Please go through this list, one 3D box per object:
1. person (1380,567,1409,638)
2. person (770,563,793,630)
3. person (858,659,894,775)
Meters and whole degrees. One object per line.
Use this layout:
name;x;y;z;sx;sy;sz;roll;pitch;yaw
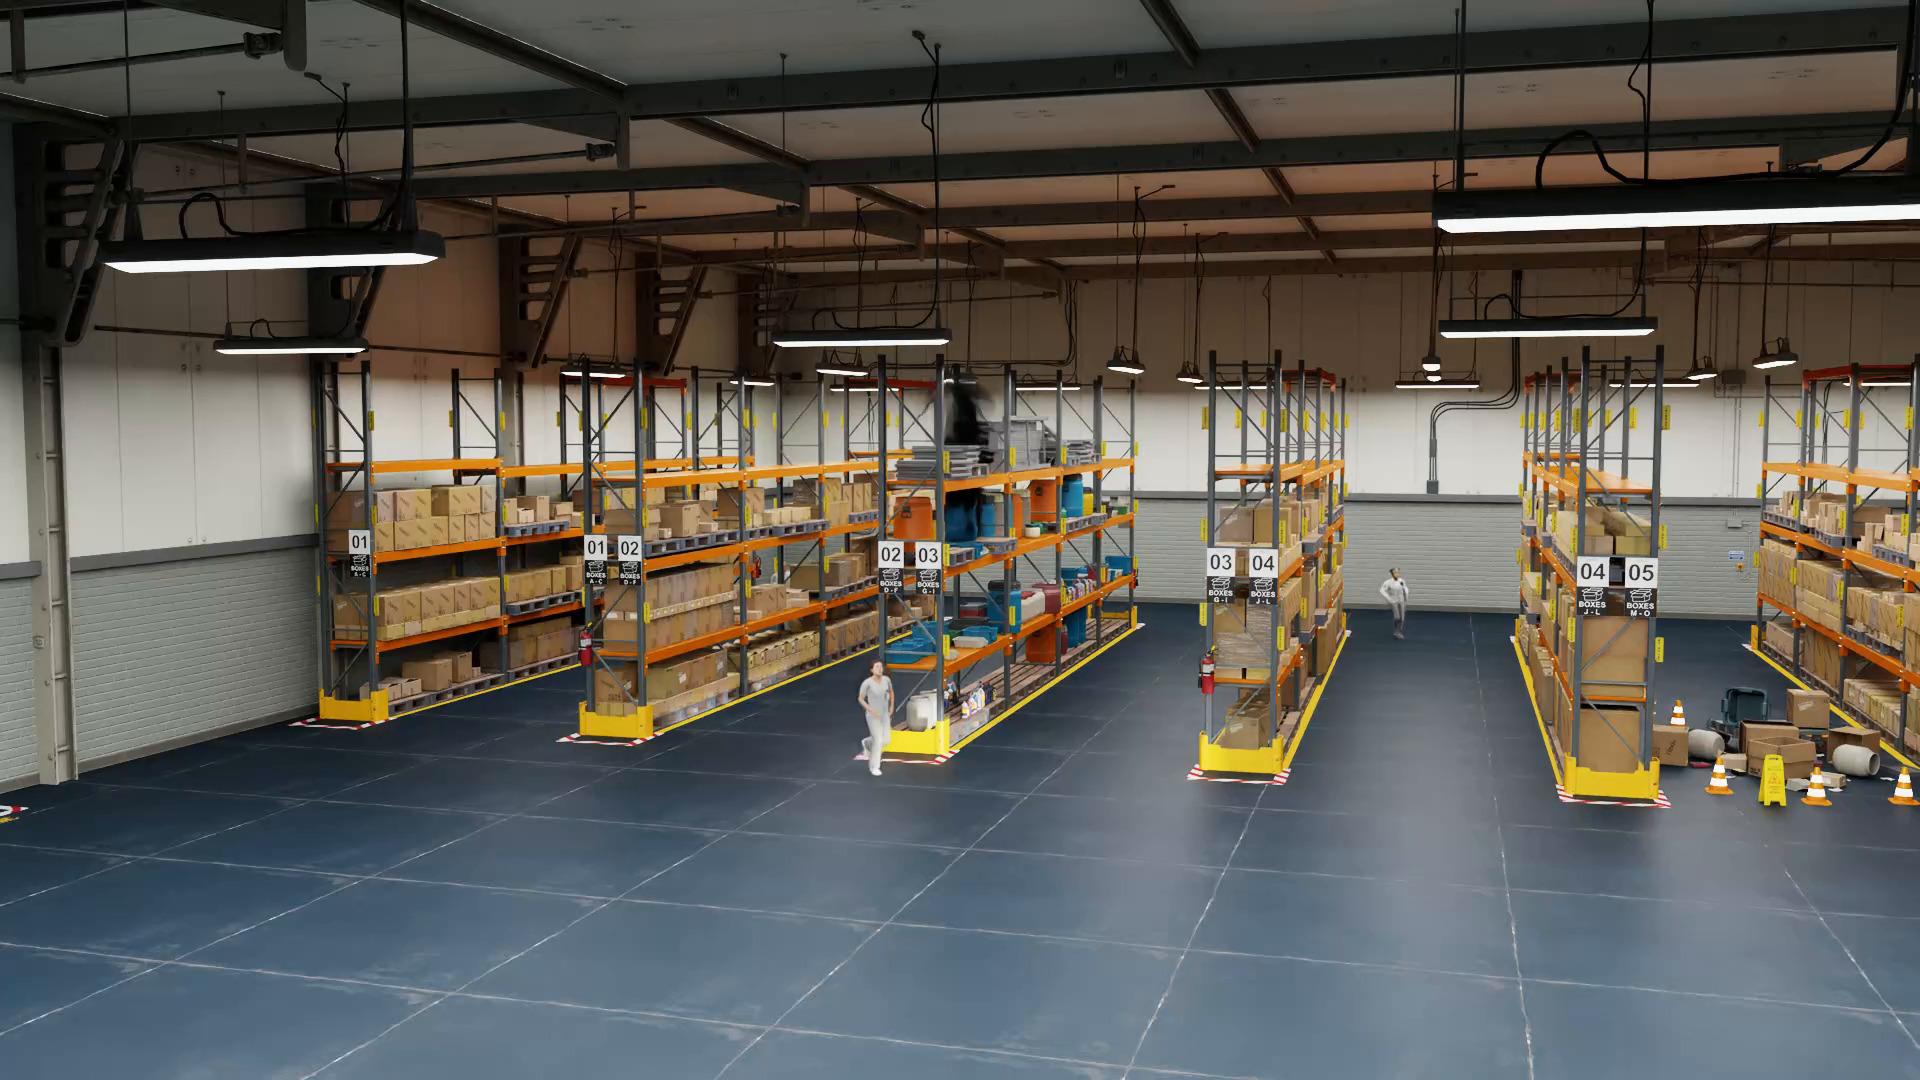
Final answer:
person;10.029;1.444;38.182;0.621;1.658;0.596;-1;4;-9
person;-4.106;1.369;39.227;0.703;1.710;0.796;2;4;20
person;-1.202;2.505;23.719;0.584;1.647;0.643;-2;5;-31
